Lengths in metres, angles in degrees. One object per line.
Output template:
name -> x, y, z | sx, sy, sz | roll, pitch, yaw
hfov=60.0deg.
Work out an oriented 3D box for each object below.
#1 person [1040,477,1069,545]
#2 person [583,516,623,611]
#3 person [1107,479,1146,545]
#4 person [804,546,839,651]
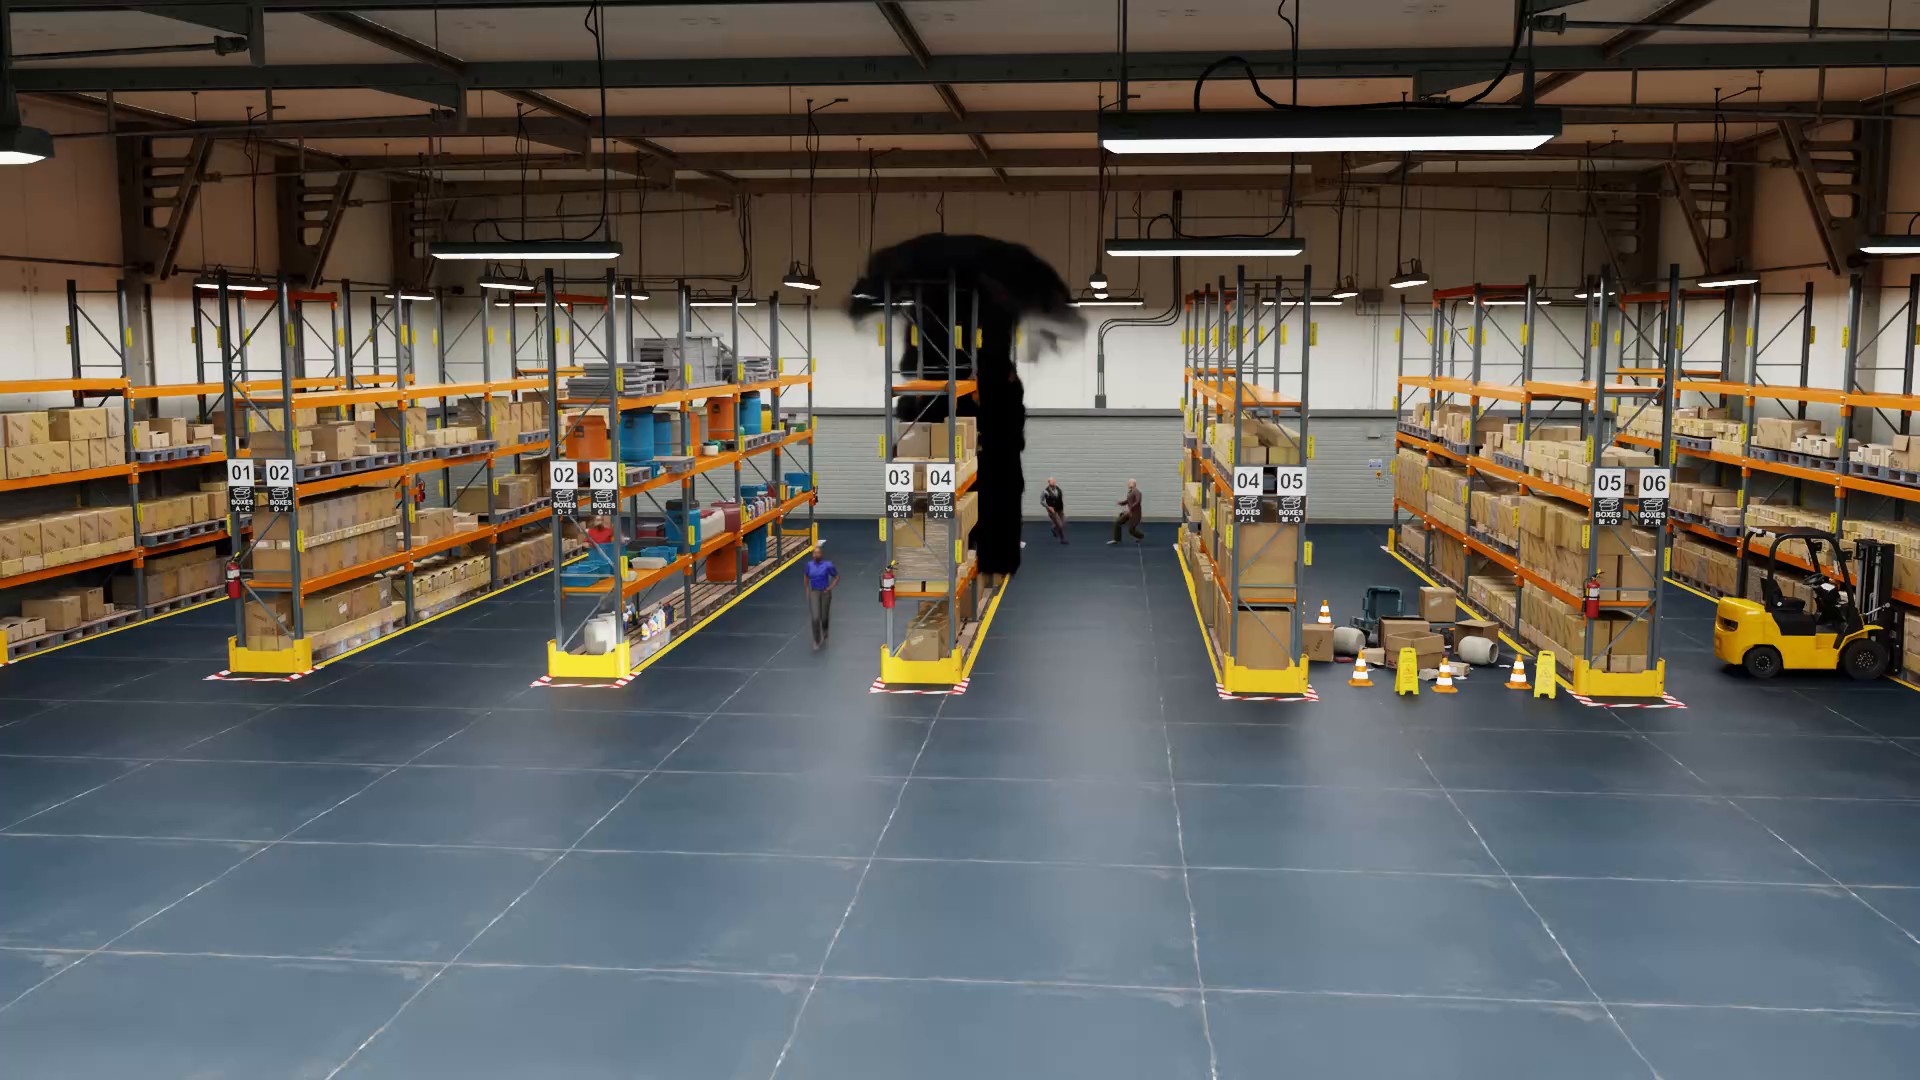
person -> 2.240, -0.717, 40.499 | 0.703, 1.646, 0.700 | -4, 8, -32
person -> -6.632, 0.405, 30.925 | 0.672, 1.785, 0.930 | 1, 7, 9
person -> 4.123, -0.675, 40.085 | 0.915, 1.610, 0.770 | -4, 8, -29
person -> -2.261, 0.926, 27.016 | 0.567, 1.691, 0.747 | 1, 7, 5
